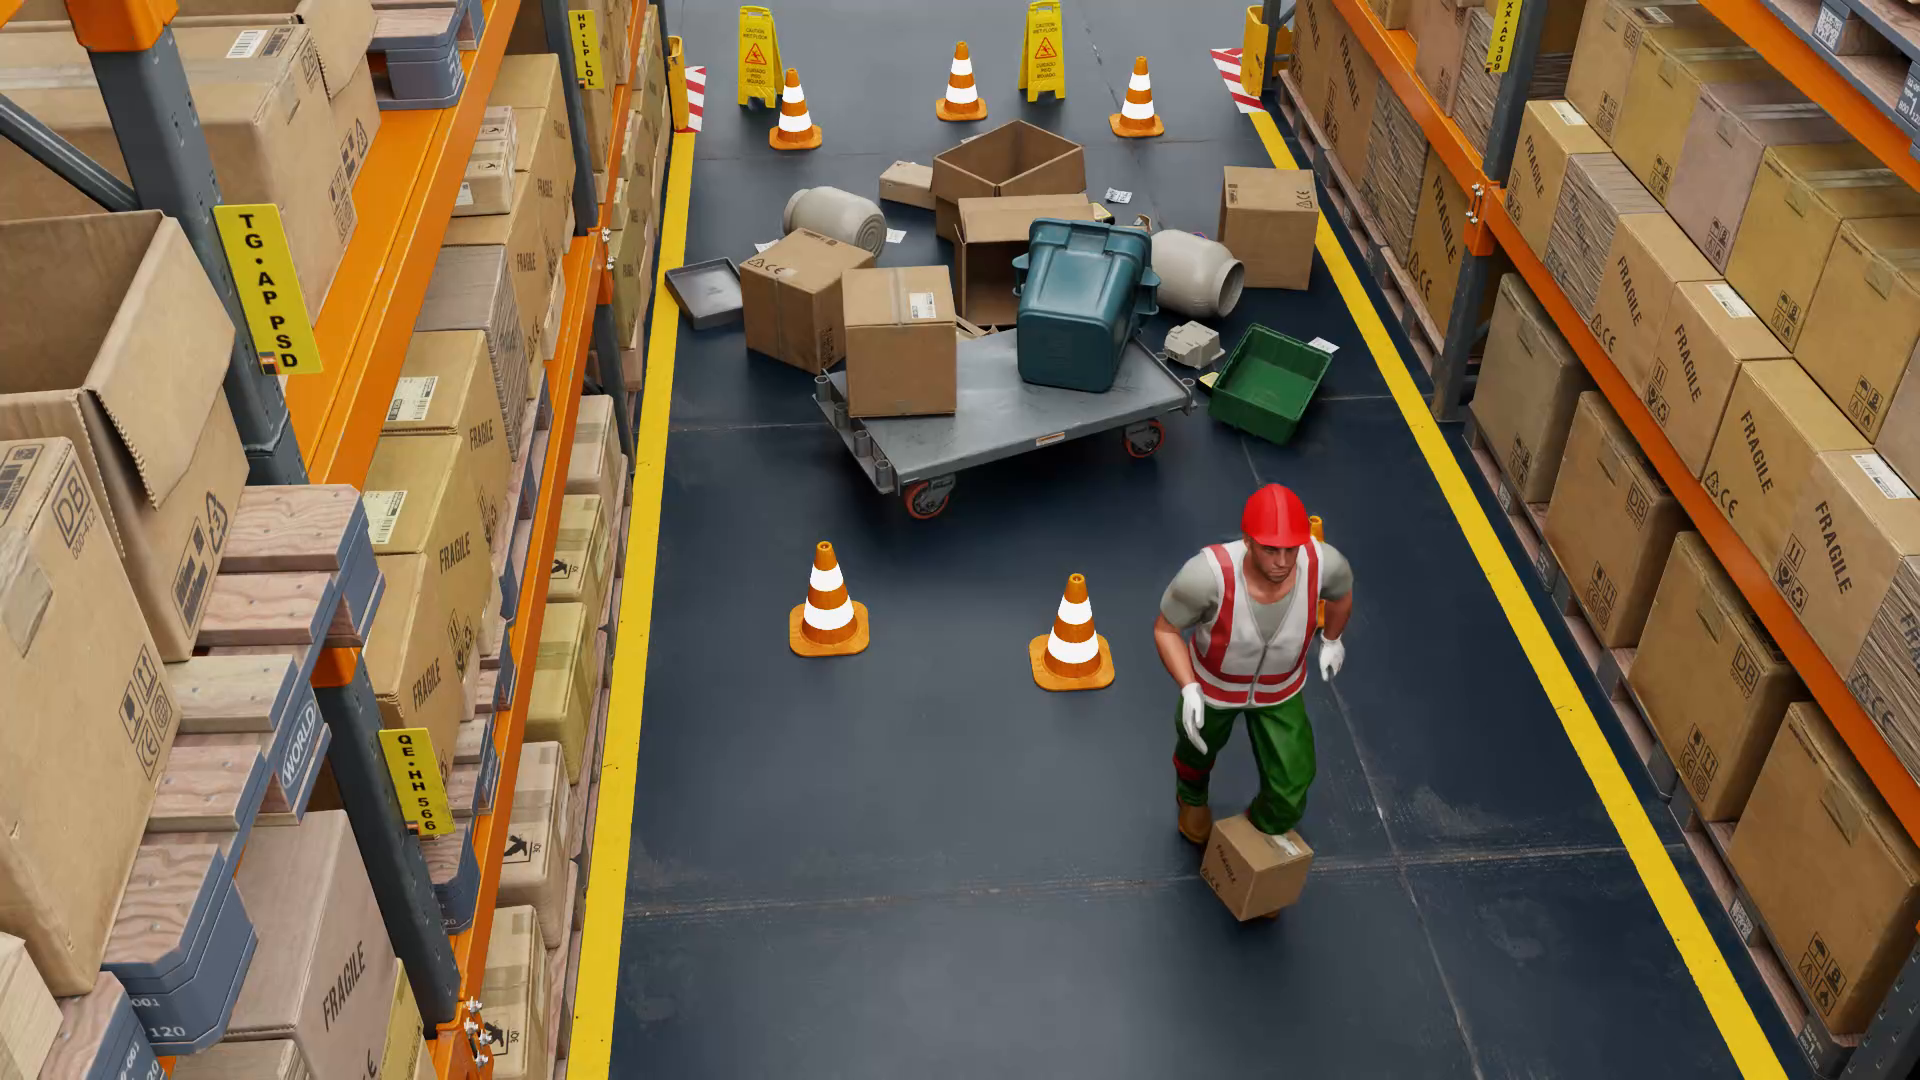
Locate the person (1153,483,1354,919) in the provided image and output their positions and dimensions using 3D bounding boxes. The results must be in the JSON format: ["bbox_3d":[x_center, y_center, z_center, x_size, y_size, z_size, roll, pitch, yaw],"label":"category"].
[{"bbox_3d":[0.972,0.499,5.543,0.692,1.746,0.735,-1,39,-1],"label":"person"}]
